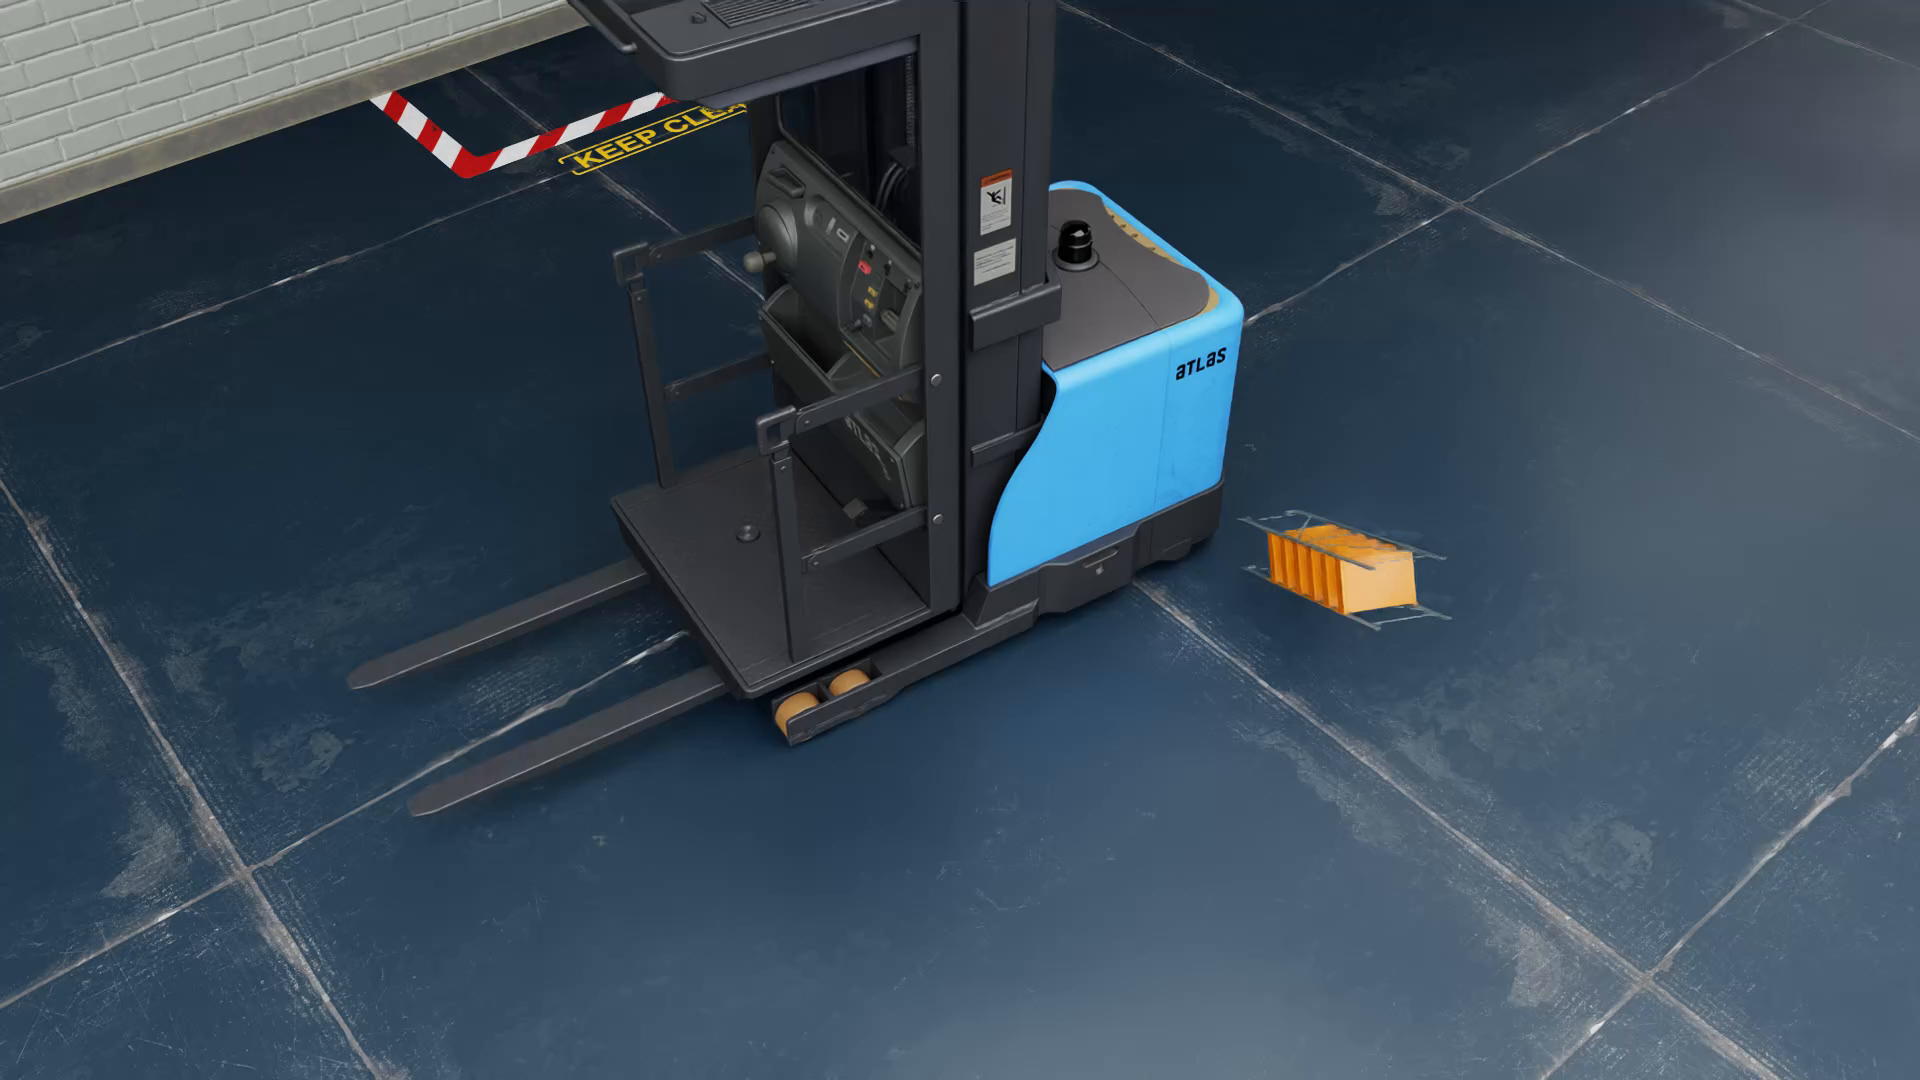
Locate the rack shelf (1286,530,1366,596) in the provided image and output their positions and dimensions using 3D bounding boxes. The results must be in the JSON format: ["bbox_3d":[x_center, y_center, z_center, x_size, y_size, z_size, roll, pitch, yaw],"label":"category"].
[{"bbox_3d":[1.239,0.073,5.593,0.258,0.180,0.103,-8,9,-9],"label":"rack shelf"}]

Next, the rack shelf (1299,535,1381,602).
[{"bbox_3d":[1.259,0.090,5.475,0.258,0.180,0.103,-8,9,-9],"label":"rack shelf"}]

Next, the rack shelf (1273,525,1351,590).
[{"bbox_3d":[1.218,0.056,5.710,0.258,0.180,0.103,-8,9,-9],"label":"rack shelf"}]

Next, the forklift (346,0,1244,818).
[{"bbox_3d":[-0.555,-0.813,4.975,3.031,2.935,1.130,-23,48,-23],"label":"forklift"}]

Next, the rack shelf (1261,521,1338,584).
[{"bbox_3d":[1.198,0.040,5.827,0.258,0.180,0.103,-8,9,-9],"label":"rack shelf"}]

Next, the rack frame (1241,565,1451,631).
[{"bbox_3d":[1.257,0.169,5.564,0.240,0.006,1.200,-8,9,-9],"label":"rack frame"}]

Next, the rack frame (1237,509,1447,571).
[{"bbox_3d":[1.236,-0.011,5.535,0.240,0.006,1.200,-8,9,-9],"label":"rack frame"}]

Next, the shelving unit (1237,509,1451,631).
[{"bbox_3d":[1.246,0.079,5.549,0.258,0.189,1.200,-8,9,-9],"label":"shelving unit"}]

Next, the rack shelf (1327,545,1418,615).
[{"bbox_3d":[1.300,0.123,5.241,0.258,0.180,0.103,-8,9,-9],"label":"rack shelf"}]

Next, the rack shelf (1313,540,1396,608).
[{"bbox_3d":[1.280,0.106,5.358,0.258,0.180,0.103,-8,9,-9],"label":"rack shelf"}]
